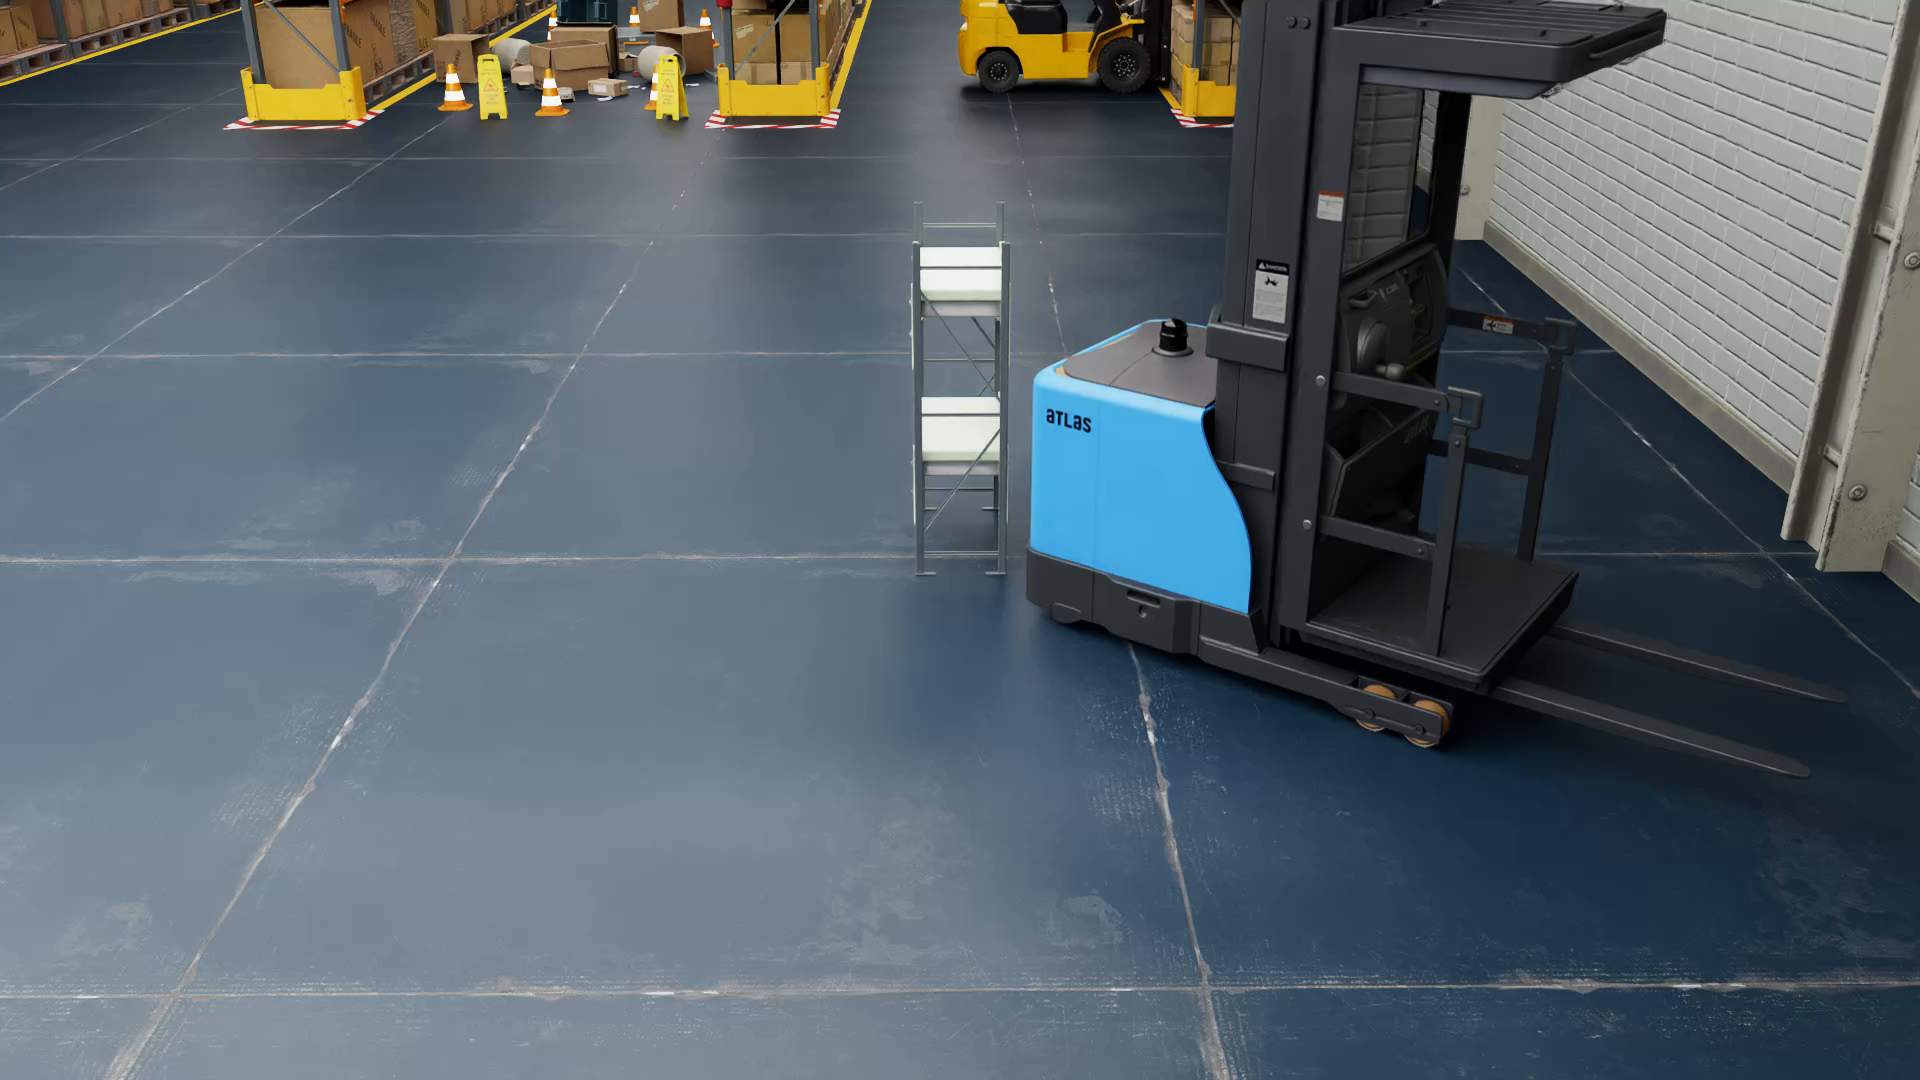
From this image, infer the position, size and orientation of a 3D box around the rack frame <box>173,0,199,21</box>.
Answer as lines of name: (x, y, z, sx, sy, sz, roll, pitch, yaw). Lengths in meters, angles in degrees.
rack frame: (-11.984, -9.190, 24.430, 1.000, 3.000, 0.127, 0, 24, -1)

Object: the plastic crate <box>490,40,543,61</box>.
plastic crate: (-5.667, -6.202, 21.165, 0.450, 0.188, 0.662, 3, 22, 31)

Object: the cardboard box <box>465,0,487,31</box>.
cardboard box: (-7.083, -7.342, 22.564, 1.050, 0.750, 0.750, 0, 24, -1)

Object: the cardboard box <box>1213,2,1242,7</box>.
cardboard box: (3.157, -5.967, 18.917, 0.500, 0.250, 0.500, 0, 24, -1)

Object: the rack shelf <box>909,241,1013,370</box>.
rack shelf: (0.000, -1.036, 7.274, 0.431, 0.370, 0.720, 0, 24, -1)

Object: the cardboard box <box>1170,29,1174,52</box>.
cardboard box: (2.637, -5.747, 19.037, 0.500, 0.250, 0.500, -1, 24, -2)

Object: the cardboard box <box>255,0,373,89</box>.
cardboard box: (-7.009, -5.377, 18.067, 0.875, 0.875, 0.875, 0, 24, 0)

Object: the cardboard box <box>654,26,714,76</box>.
cardboard box: (-3.380, -6.001, 20.409, 0.500, 0.500, 0.500, 19, 30, 35)

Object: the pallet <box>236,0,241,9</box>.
pallet: (-11.927, -8.746, 26.833, 1.003, 0.211, 1.213, 0, 24, -1)

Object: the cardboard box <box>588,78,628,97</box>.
cardboard box: (-4.021, -5.170, 19.001, 0.380, 0.149, 0.250, 13, 27, 27)

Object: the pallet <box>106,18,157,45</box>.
pallet: (-11.966, -7.096, 23.184, 1.003, 0.211, 1.213, 0, 24, -1)

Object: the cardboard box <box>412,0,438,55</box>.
cardboard box: (-7.042, -6.487, 20.521, 0.875, 0.875, 0.875, 0, 24, 0)

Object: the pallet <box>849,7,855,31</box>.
pallet: (-2.067, -7.642, 24.391, 1.003, 0.211, 1.213, 0, 24, -1)

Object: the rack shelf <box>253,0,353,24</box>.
rack shelf: (-6.957, -6.371, 19.069, 1.077, 0.370, 4.000, 0, 24, -1)

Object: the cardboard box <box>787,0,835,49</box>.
cardboard box: (-1.727, -5.984, 19.258, 0.500, 0.500, 0.500, 0, 24, 0)

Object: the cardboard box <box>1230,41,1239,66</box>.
cardboard box: (3.179, -5.323, 18.100, 0.500, 0.250, 0.500, 0, 24, 0)

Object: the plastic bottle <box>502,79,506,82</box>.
plastic bottle: (-5.537, -5.448, 19.722, 0.283, 0.061, 0.133, -9, 26, -19)

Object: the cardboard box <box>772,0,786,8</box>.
cardboard box: (-2.264, -5.971, 19.228, 0.500, 0.500, 0.500, -1, 24, -2)

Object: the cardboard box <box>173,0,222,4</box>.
cardboard box: (-11.970, -8.698, 25.410, 1.225, 0.875, 0.875, -1, 24, -3)

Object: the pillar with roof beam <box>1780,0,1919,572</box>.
pillar with roof beam: (-0.304, -4.023, 5.724, 9.100, 9.000, 0.400, 0, 24, -1)

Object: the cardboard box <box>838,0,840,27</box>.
cardboard box: (-1.756, -6.624, 20.674, 0.500, 0.500, 0.500, -1, 24, -1)

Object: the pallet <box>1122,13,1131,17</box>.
pallet: (2.859, -7.649, 24.406, 1.003, 0.211, 1.213, 0, 24, -1)

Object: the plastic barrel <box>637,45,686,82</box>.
plastic barrel: (-3.523, -5.609, 19.638, 0.512, 0.421, 0.421, 19, 30, 35)

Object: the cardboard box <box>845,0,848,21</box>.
cardboard box: (-2.059, -7.380, 23.106, 0.950, 0.372, 0.625, 1, 24, 1)

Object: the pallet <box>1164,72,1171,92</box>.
pallet: (2.916, -5.508, 19.672, 1.003, 0.211, 1.213, 0, 24, -1)

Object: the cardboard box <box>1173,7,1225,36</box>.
cardboard box: (2.648, -5.755, 18.448, 0.500, 0.250, 0.500, 0, 24, 0)

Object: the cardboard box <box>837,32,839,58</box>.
cardboard box: (-1.740, -6.063, 20.343, 0.500, 0.250, 0.500, -1, 24, -2)

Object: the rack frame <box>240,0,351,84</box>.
rack frame: (-6.936, -5.874, 17.099, 1.000, 3.000, 0.127, 0, 24, -1)

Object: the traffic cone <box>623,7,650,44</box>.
traffic cone: (-4.447, -7.050, 22.777, 0.336, 0.463, 0.334, 0, 24, -1)

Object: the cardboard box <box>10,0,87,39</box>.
cardboard box: (-11.925, -6.857, 21.770, 0.700, 0.500, 0.500, -2, 24, -5)

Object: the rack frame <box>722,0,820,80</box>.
rack frame: (-1.987, -5.938, 17.240, 1.000, 3.000, 0.127, 0, 24, -1)

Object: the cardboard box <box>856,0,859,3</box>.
cardboard box: (-1.999, -8.743, 25.510, 0.875, 0.875, 0.875, 0, 24, -1)

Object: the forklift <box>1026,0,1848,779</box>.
forklift: (1.769, -0.828, 6.023, 3.031, 2.935, 1.130, 17, 29, 32)

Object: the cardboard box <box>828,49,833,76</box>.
cardboard box: (-1.717, -5.421, 18.923, 0.500, 0.250, 0.500, 1, 24, 1)

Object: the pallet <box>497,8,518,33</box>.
pallet: (-7.090, -7.575, 24.243, 1.003, 0.211, 1.213, 0, 24, -1)

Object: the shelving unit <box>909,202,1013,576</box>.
shelving unit: (0.000, -0.681, 7.435, 0.431, 1.500, 0.755, 0, 24, -1)

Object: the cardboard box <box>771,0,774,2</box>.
cardboard box: (-2.328, -6.206, 18.962, 0.380, 0.149, 0.250, 1, 24, 2)

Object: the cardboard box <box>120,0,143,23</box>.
cardboard box: (-11.924, -7.514, 23.223, 0.700, 0.500, 0.500, 2, 24, 4)

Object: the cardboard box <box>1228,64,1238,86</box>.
cardboard box: (3.167, -5.104, 18.222, 0.500, 0.250, 0.500, 0, 24, 0)

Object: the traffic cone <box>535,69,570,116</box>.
traffic cone: (-4.388, -4.809, 17.821, 0.336, 0.463, 0.334, 0, 24, -1)

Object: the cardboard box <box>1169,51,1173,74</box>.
cardboard box: (2.663, -5.504, 19.107, 0.500, 0.250, 0.500, 0, 24, 0)

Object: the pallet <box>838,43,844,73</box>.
pallet: (-1.988, -6.040, 20.847, 1.003, 0.211, 1.213, 0, 24, -1)

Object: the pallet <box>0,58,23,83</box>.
pallet: (-11.881, -5.491, 19.635, 1.003, 0.211, 1.213, 0, 24, -1)

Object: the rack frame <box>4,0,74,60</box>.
rack frame: (-11.940, -7.542, 20.786, 1.000, 3.000, 0.127, 0, 24, -1)

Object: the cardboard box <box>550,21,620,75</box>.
cardboard box: (-4.556, -5.960, 20.154, 0.797, 0.637, 0.503, 0, 24, -1)

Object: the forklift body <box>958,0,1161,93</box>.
forklift body: (1.131, -6.349, 19.177, 2.313, 2.155, 1.214, 0, 24, -1)

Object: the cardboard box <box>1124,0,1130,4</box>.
cardboard box: (2.882, -8.111, 24.416, 0.875, 0.625, 0.625, 1, 24, 1)

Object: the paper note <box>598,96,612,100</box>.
paper note: (-3.988, -4.966, 18.693, 0.148, 0.019, 0.142, -9, 26, -19)

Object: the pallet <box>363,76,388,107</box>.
pallet: (-7.022, -4.933, 18.401, 1.003, 0.211, 1.213, 0, 24, -1)

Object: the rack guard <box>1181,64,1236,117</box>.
rack guard: (2.977, -4.813, 17.786, 1.175, 0.500, 0.348, 0, 24, -1)
